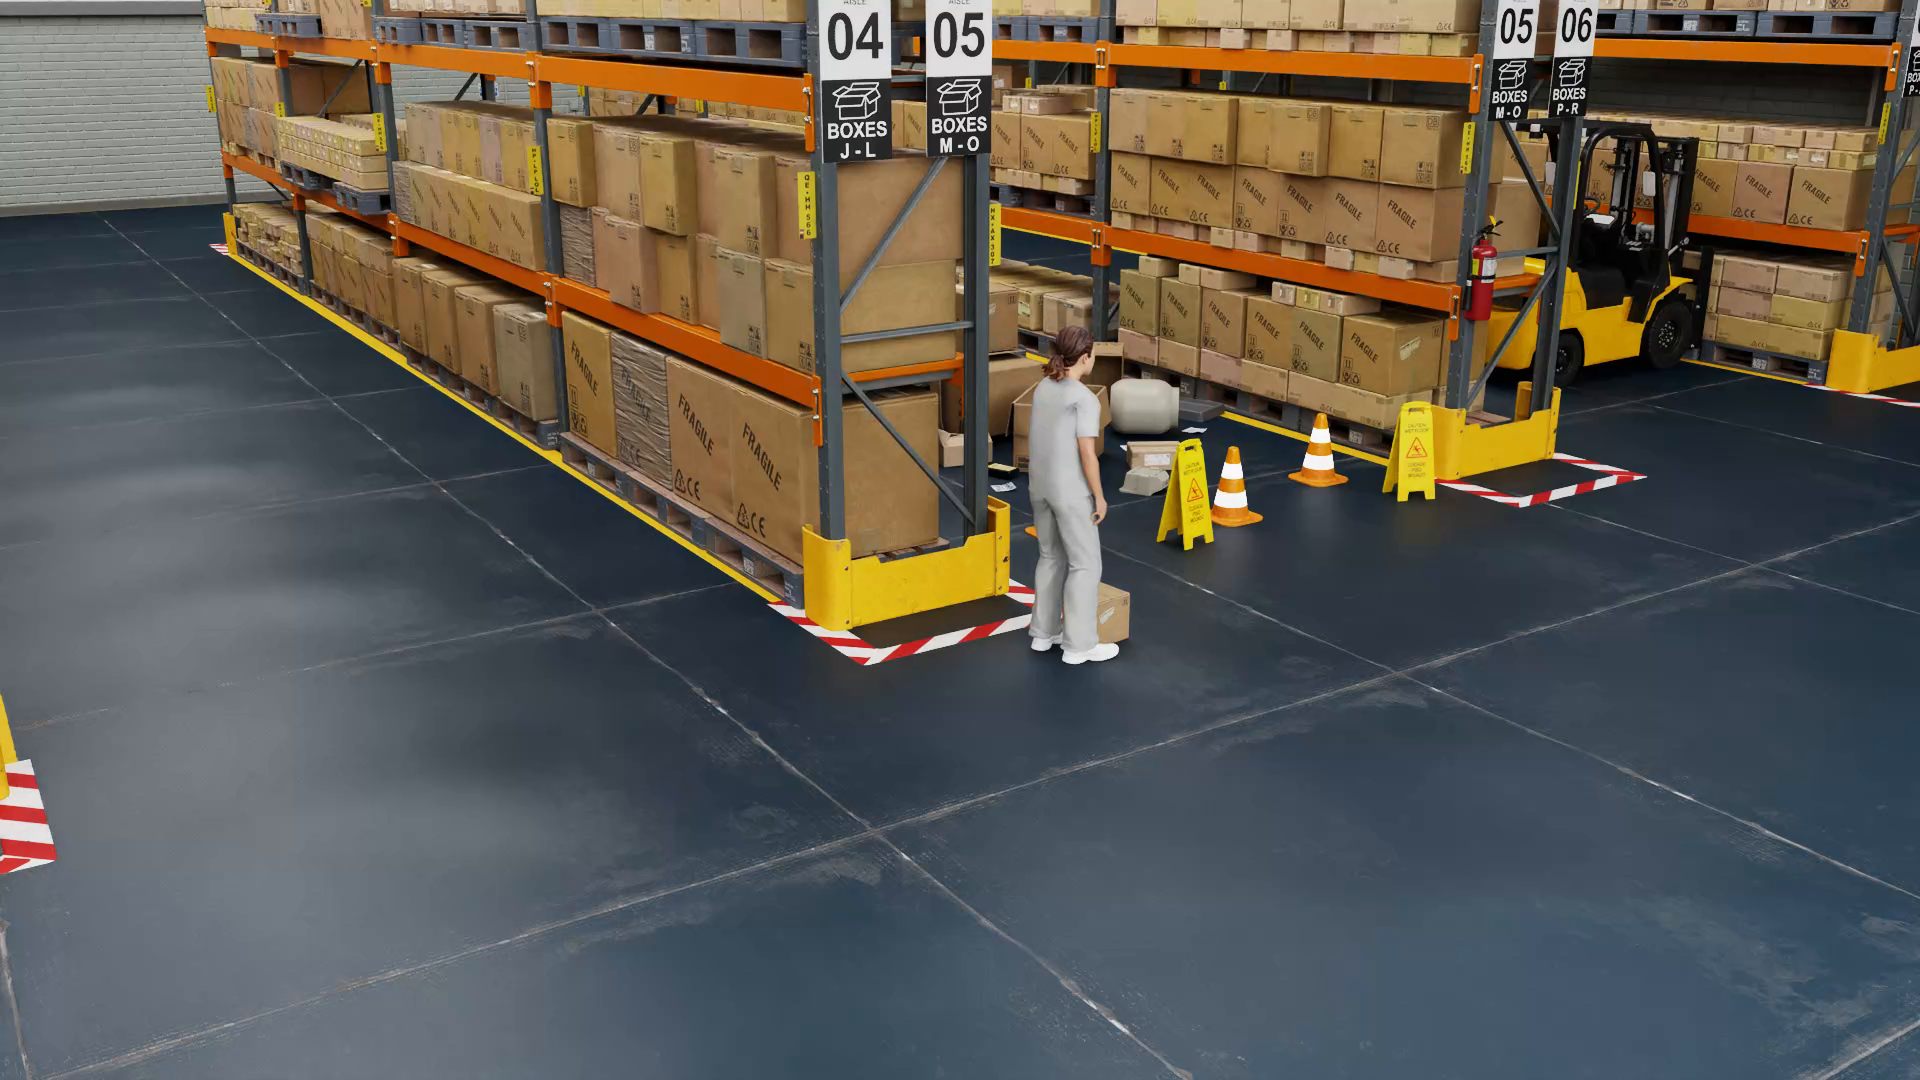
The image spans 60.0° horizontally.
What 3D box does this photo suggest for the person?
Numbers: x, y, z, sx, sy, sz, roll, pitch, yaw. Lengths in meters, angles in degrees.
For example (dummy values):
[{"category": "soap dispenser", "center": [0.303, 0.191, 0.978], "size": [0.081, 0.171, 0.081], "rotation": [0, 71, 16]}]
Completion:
[{"category": "person", "center": [0.533, -0.228, 8.260], "size": [0.361, 1.669, 0.487], "rotation": [-13, 22, -35]}]
